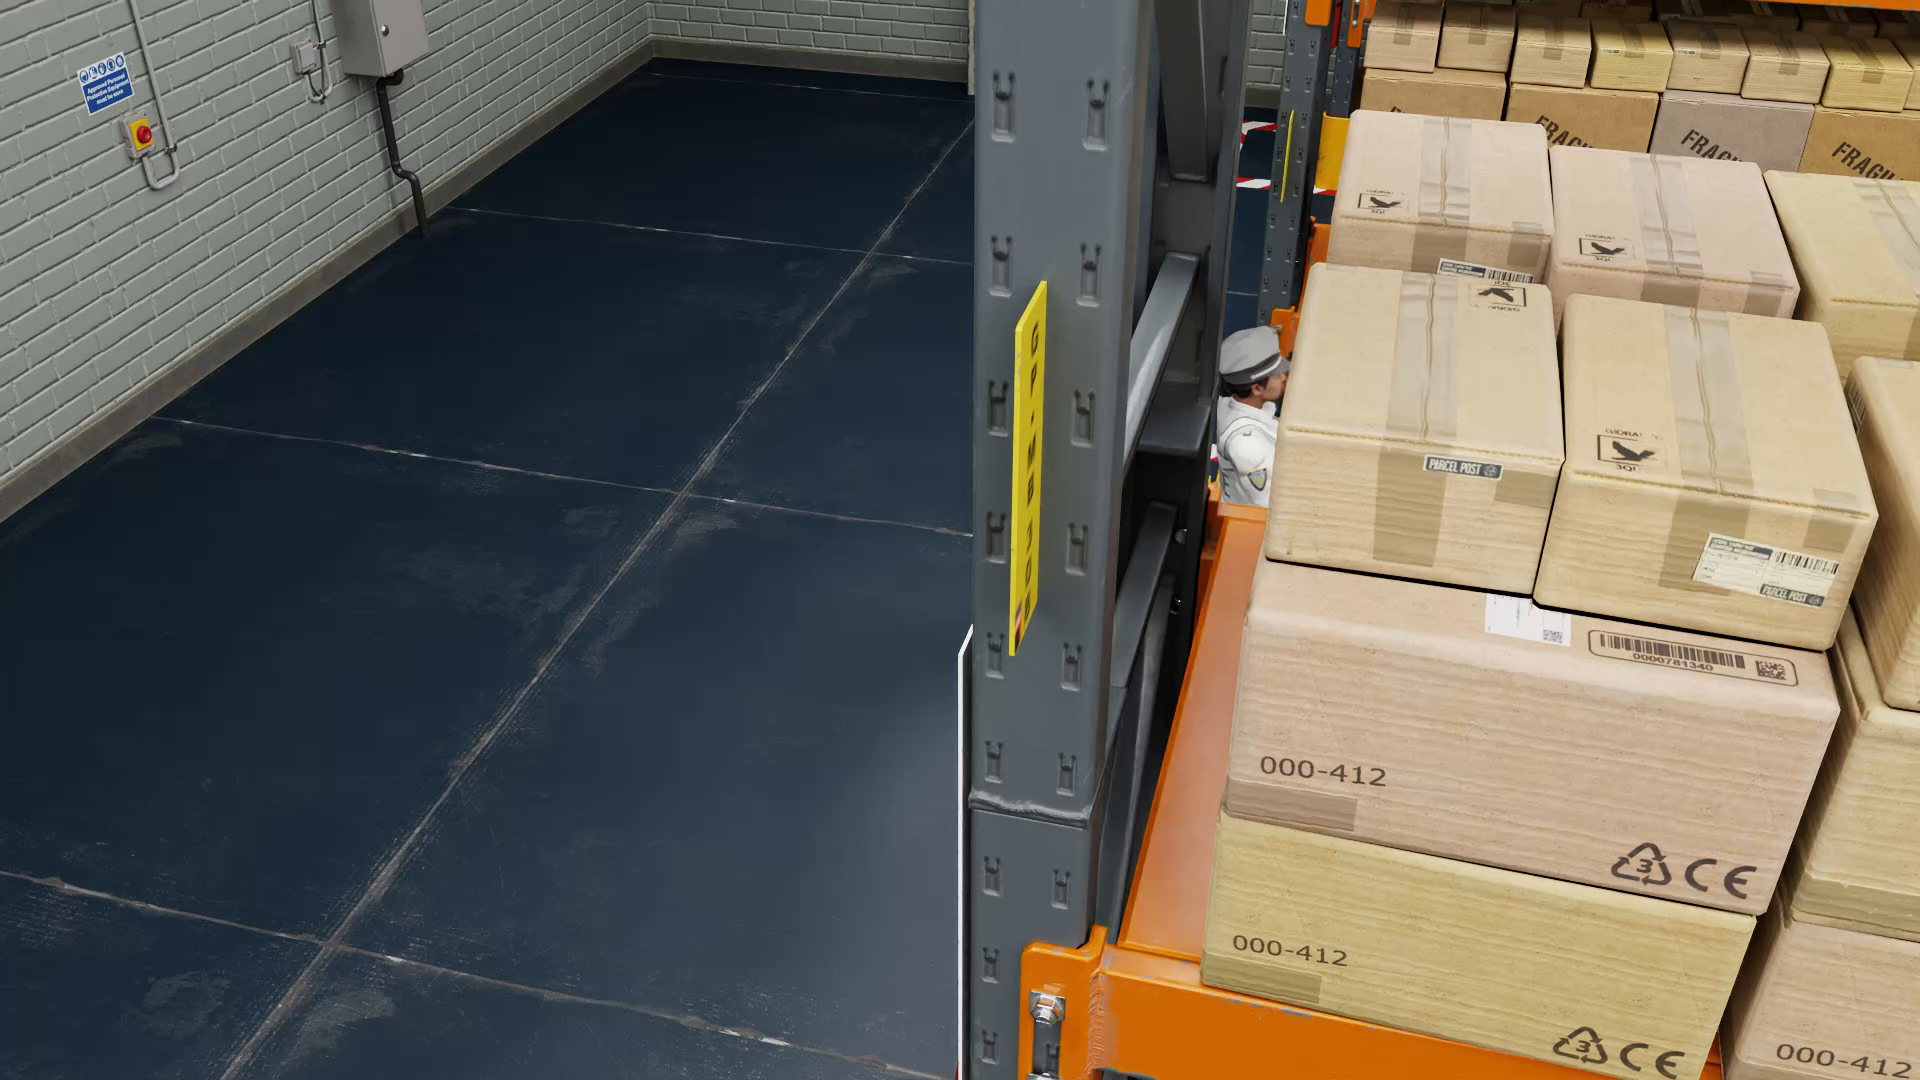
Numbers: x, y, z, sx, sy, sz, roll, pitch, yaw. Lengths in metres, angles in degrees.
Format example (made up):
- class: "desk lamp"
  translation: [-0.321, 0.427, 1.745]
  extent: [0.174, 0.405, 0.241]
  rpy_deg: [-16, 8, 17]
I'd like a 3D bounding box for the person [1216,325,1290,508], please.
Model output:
- class: "person"
  translation: [1.126, 0.009, 6.105]
  extent: [0.532, 1.690, 0.459]
  rpy_deg: [1, 33, 2]
